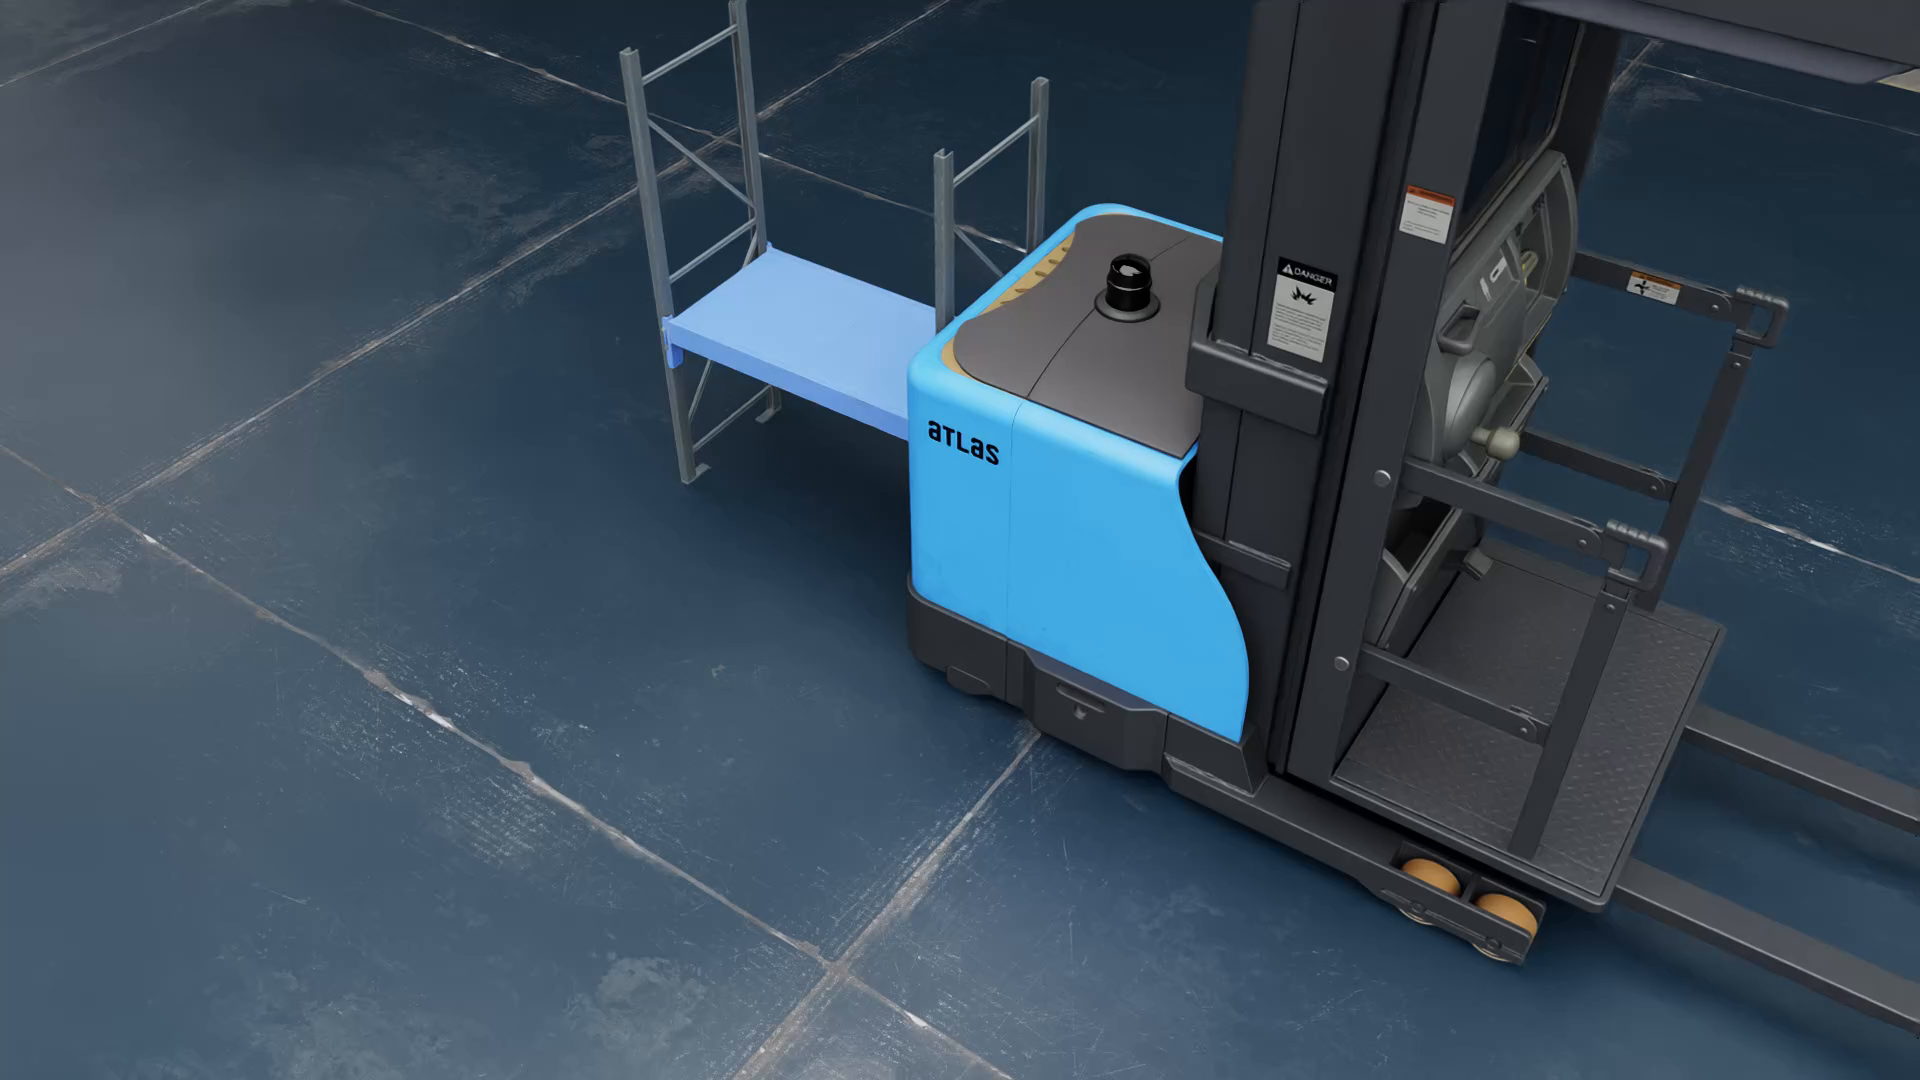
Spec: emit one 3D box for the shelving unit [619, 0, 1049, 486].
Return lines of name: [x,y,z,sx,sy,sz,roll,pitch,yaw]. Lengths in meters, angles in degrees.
shelving unit: [-0.341,-0.697,4.904,1.048,1.500,0.538,24,47,24]

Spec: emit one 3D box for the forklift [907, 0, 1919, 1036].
forklift: [1.364,-0.466,3.573,3.031,2.935,1.130,24,47,24]

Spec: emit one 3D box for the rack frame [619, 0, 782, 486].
rack frame: [-0.766,-0.882,5.112,0.032,1.500,0.500,24,47,24]

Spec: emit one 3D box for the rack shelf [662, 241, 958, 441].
rack shelf: [-0.341,-0.563,5.024,1.000,0.185,0.538,24,47,24]

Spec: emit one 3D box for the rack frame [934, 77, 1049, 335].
rack frame: [0.085,-0.511,4.697,0.032,1.500,0.500,24,47,24]
